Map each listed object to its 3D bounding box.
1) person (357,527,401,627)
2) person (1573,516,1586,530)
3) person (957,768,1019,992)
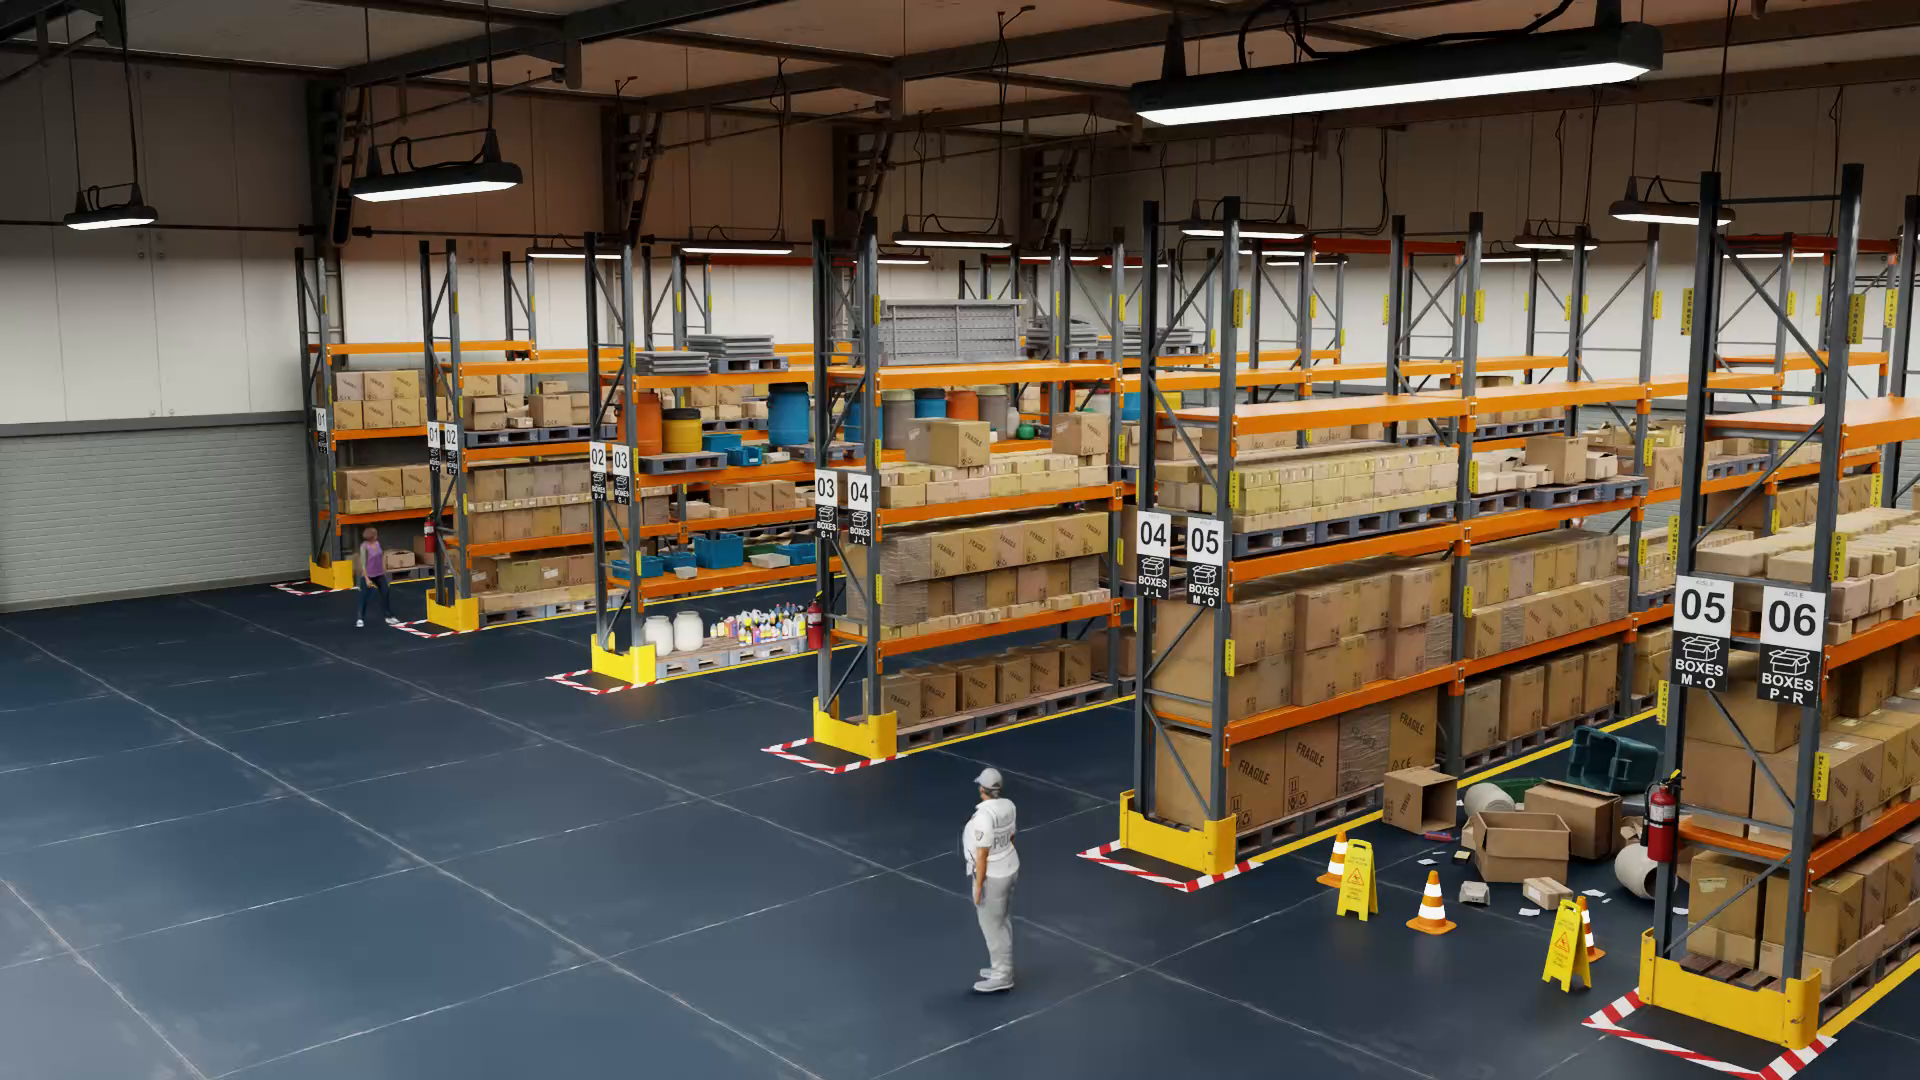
[{"bbox_3d":[-9.214,0.575,26.135,0.537,1.599,0.576,5,10,32],"label":"person"},{"bbox_3d":[11.719,-0.326,31.724,1.039,1.729,0.631,-3,9,-22],"label":"person"},{"bbox_3d":[0.220,2.537,12.463,0.429,1.696,0.495,3,9,19],"label":"person"}]
